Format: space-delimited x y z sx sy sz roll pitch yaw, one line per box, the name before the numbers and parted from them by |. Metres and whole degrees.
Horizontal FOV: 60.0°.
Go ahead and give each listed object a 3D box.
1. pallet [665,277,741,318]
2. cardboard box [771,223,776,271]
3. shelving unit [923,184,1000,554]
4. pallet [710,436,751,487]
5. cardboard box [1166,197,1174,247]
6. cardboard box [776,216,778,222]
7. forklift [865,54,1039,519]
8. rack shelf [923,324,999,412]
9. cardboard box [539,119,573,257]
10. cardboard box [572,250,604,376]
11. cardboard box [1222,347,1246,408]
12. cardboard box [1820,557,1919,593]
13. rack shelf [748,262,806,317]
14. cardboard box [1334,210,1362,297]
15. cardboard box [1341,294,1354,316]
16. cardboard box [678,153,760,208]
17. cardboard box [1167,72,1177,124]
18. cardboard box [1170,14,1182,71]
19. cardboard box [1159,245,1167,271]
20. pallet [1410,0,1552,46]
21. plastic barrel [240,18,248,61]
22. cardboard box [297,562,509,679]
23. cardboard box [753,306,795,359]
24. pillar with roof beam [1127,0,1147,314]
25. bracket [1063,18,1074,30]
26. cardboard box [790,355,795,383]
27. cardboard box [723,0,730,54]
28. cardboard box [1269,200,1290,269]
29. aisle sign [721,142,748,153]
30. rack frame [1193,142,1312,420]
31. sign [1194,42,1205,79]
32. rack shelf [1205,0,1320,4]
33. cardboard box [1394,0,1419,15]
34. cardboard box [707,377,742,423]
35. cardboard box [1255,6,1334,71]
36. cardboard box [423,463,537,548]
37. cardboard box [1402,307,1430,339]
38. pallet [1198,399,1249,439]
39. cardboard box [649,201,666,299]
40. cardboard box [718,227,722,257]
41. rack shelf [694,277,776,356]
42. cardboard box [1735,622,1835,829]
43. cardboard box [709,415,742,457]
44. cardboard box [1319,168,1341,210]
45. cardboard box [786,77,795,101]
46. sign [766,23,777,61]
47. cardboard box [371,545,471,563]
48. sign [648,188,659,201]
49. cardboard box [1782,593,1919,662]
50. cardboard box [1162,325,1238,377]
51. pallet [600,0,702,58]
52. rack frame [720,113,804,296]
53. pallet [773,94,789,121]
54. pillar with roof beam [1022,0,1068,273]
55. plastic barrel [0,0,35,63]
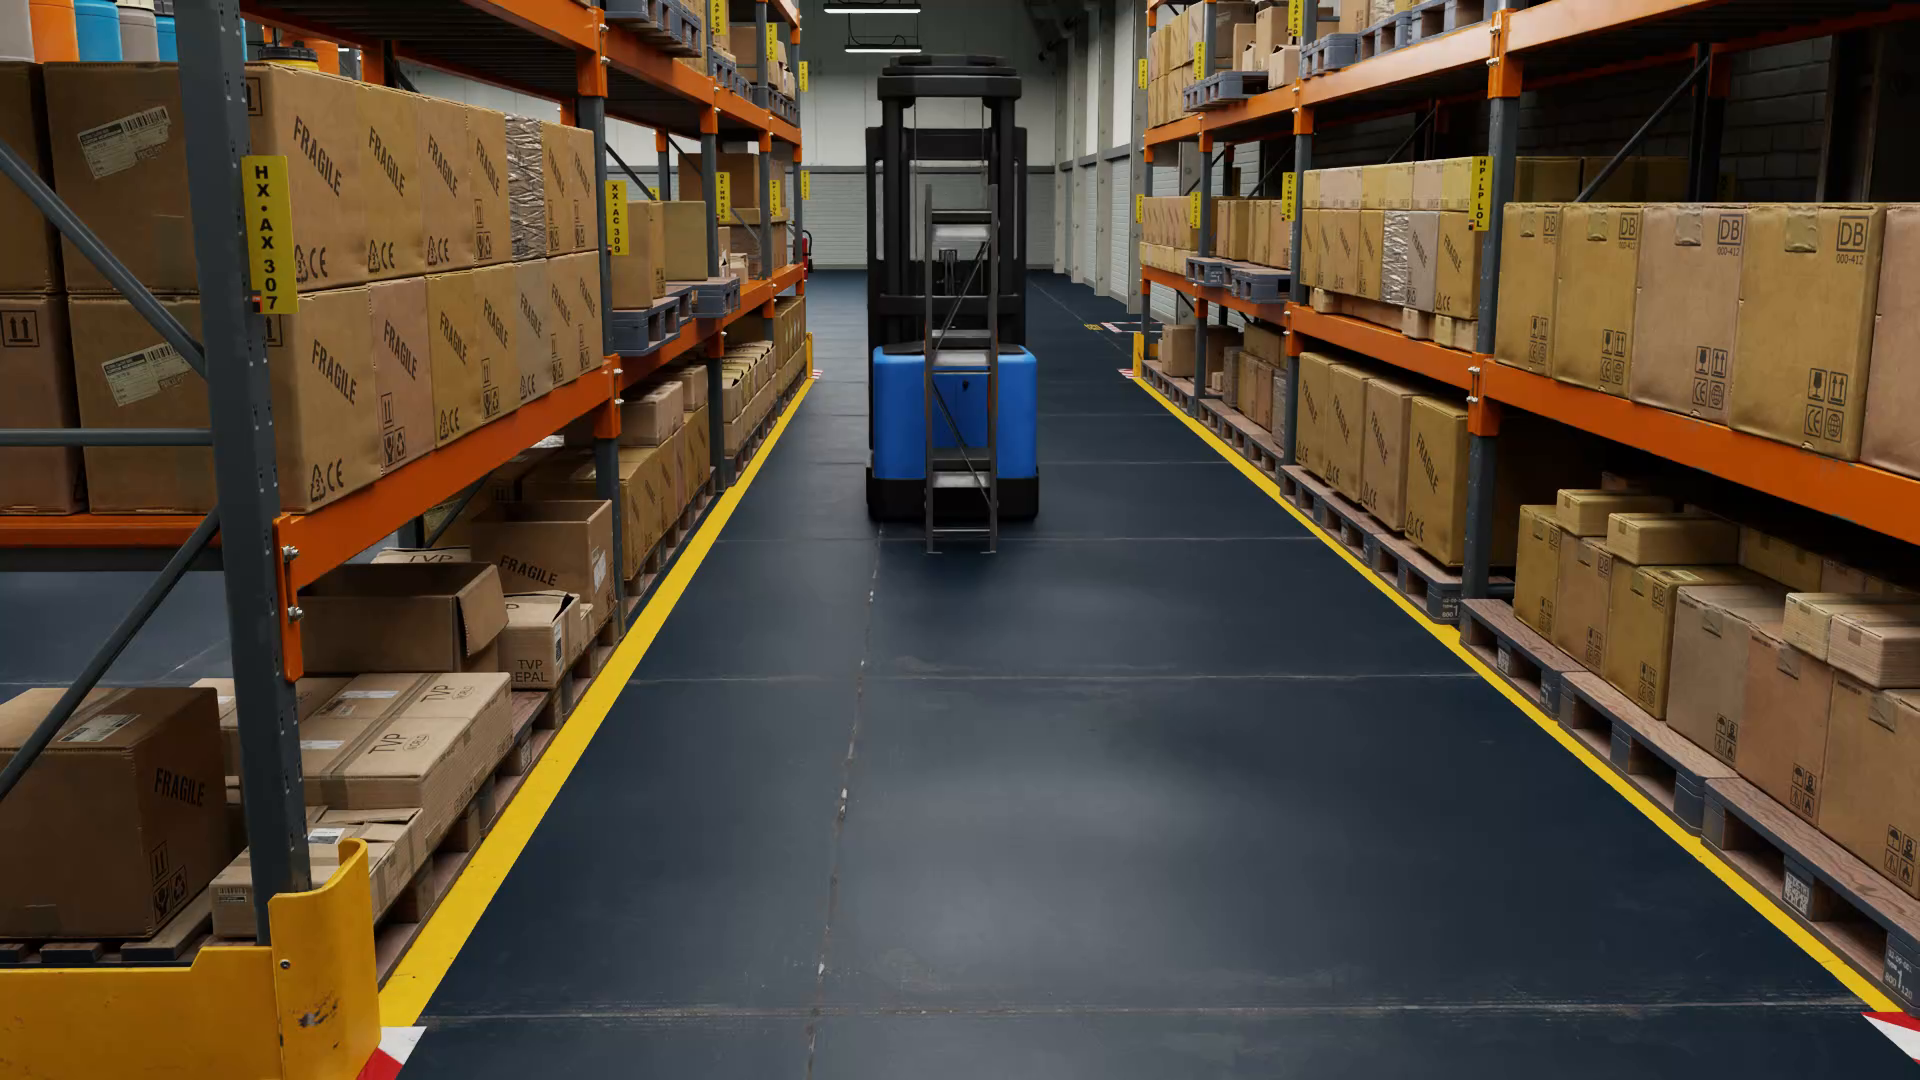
pallet | -2.072 -1.573 10.752 1.213 0.211 1.003 0 11 -1
cardboard box | -2.290 -3.040 17.250 0.700 0.500 0.500 0 11 1
shelving unit | 0.003 -0.996 9.688 0.431 2.100 0.503 0 11 -1
pallet | -2.135 -0.599 12.481 1.003 0.211 1.213 0 11 -1
cardboard box | 2.379 -3.214 16.797 0.500 0.500 0.500 -1 11 -3
cardboard box | -2.089 -3.375 17.270 0.380 0.149 0.250 0 11 -2
forklift | -0.106 -1.813 11.624 1.130 2.935 3.031 -1 11 -3
rack shelf | 0.003 -0.983 9.691 0.431 0.518 0.480 0 11 -1
cardboard box | -1.791 -1.344 6.375 0.500 0.500 0.500 0 11 -2
cardboard box | -1.807 -0.957 6.982 0.500 0.500 0.500 0 11 0
cardboard box | 2.745 -1.462 14.903 0.700 0.500 0.500 0 11 1
cardboard box | 3.027 0.153 5.360 0.380 0.149 0.250 0 11 0
rack shelf | -2.281 -2.642 17.346 1.077 0.370 4.000 0 11 -1
cardboard box | 2.561 -1.727 9.978 0.500 0.500 0.500 0 11 -1
cardboard box | 2.617 -1.490 10.443 0.380 0.149 0.250 0 11 -2
cardboard box | -2.255 -3.370 15.611 0.700 0.500 0.500 0 11 -1
cardboard box | 2.410 -4.558 17.135 0.500 0.500 0.500 0 11 2
cardboard box | 2.389 -4.948 16.543 0.500 0.500 0.500 -1 11 -3
cardboard box | 2.361 -2.946 17.364 0.500 0.250 0.500 0 11 -1
pallet | 2.810 -2.586 8.199 0.805 0.209 1.217 -1 11 -3
plastic barrel | -7.105 -4.697 15.806 0.600 0.901 0.708 0 11 -1
cardboard box | -2.030 0.375 5.840 0.797 0.503 0.637 0 11 -1
cardboard box | -1.957 -2.115 16.913 0.500 0.500 0.500 0 11 -1
pillar with roof beam | -1.042 -8.585 29.744 9.100 9.000 0.400 0 11 -1
bracket | 2.668 -12.669 40.818 0.235 0.232 0.430 0 11 -1
cardboard box | -1.956 -1.747 16.987 0.500 0.250 0.500 0 11 -1
cardboard box | -2.266 -4.444 14.310 0.500 0.500 0.500 0 11 0
cardboard box | 2.738 -2.292 12.454 0.700 0.500 0.500 -1 12 -7
aisle sign | -2.629 -4.678 19.034 0.394 0.787 0.004 0 11 -1
rack frame | 2.713 -2.618 15.419 1.000 3.000 0.127 0 11 -1
sign | 2.171 -4.338 15.051 0.100 0.325 0.005 0 11 -1
rack shelf | 2.755 -4.612 12.974 1.077 0.370 4.000 0 11 -1
cardboard box | 2.925 -3.246 9.613 0.700 0.500 0.500 0 11 2
cardboard box | -1.874 -1.040 12.091 0.500 0.311 0.500 0 11 1
cardboard box | 2.670 -3.989 13.324 0.500 0.500 0.500 -1 11 -3
cardboard box | -2.371 -0.094 8.159 0.500 0.500 0.500 0 11 -1
cardboard box | 2.535 -1.134 8.688 0.380 0.149 0.250 0 11 -1
pallet | 2.731 -1.097 14.934 1.003 0.211 1.213 0 11 -1
cardboard box | -1.938 -1.493 8.566 0.700 0.500 0.500 2 12 8
cardboard box | -2.218 -2.289 13.546 0.500 0.500 0.500 0 11 -1
rack shelf | -2.198 -1.847 13.427 1.077 0.370 4.000 0 11 -1
cardboard box | 2.836 0.548 5.042 0.700 0.500 0.500 0 11 -1
cardboard box | -1.874 -0.765 12.147 0.500 0.250 0.500 0 11 -1
cardboard box | 2.559 -2.197 10.407 0.500 0.250 0.500 0 11 -2
cardboard box | -2.034 -4.835 17.773 0.500 0.250 0.500 0 11 -1
sign | -1.697 -4.479 14.955 0.100 0.325 0.005 0 11 -1
cardboard box | -2.282 0.180 7.285 0.500 0.311 0.500 0 11 -1
sign | -2.794 -3.057 15.209 0.100 0.325 0.005 0 11 -1
cardboard box | 2.656 0.254 4.860 0.380 0.149 0.250 0 11 0
cardboard box | 2.532 -2.006 17.585 0.700 0.500 0.500 -1 12 -5
pallet | -2.042 -2.721 8.854 1.213 0.211 1.003 0 11 -1
rack frame | -2.322 -3.392 19.235 1.000 3.000 0.127 0 11 -1
pallet | -2.305 -4.435 17.053 1.003 0.211 1.213 0 11 -1
pillar with roof beam | -1.414 -12.163 47.381 9.100 9.000 0.548 0 11 -1
plastic barrel | -6.909 -3.662 11.760 0.600 0.901 0.600 0 11 0
